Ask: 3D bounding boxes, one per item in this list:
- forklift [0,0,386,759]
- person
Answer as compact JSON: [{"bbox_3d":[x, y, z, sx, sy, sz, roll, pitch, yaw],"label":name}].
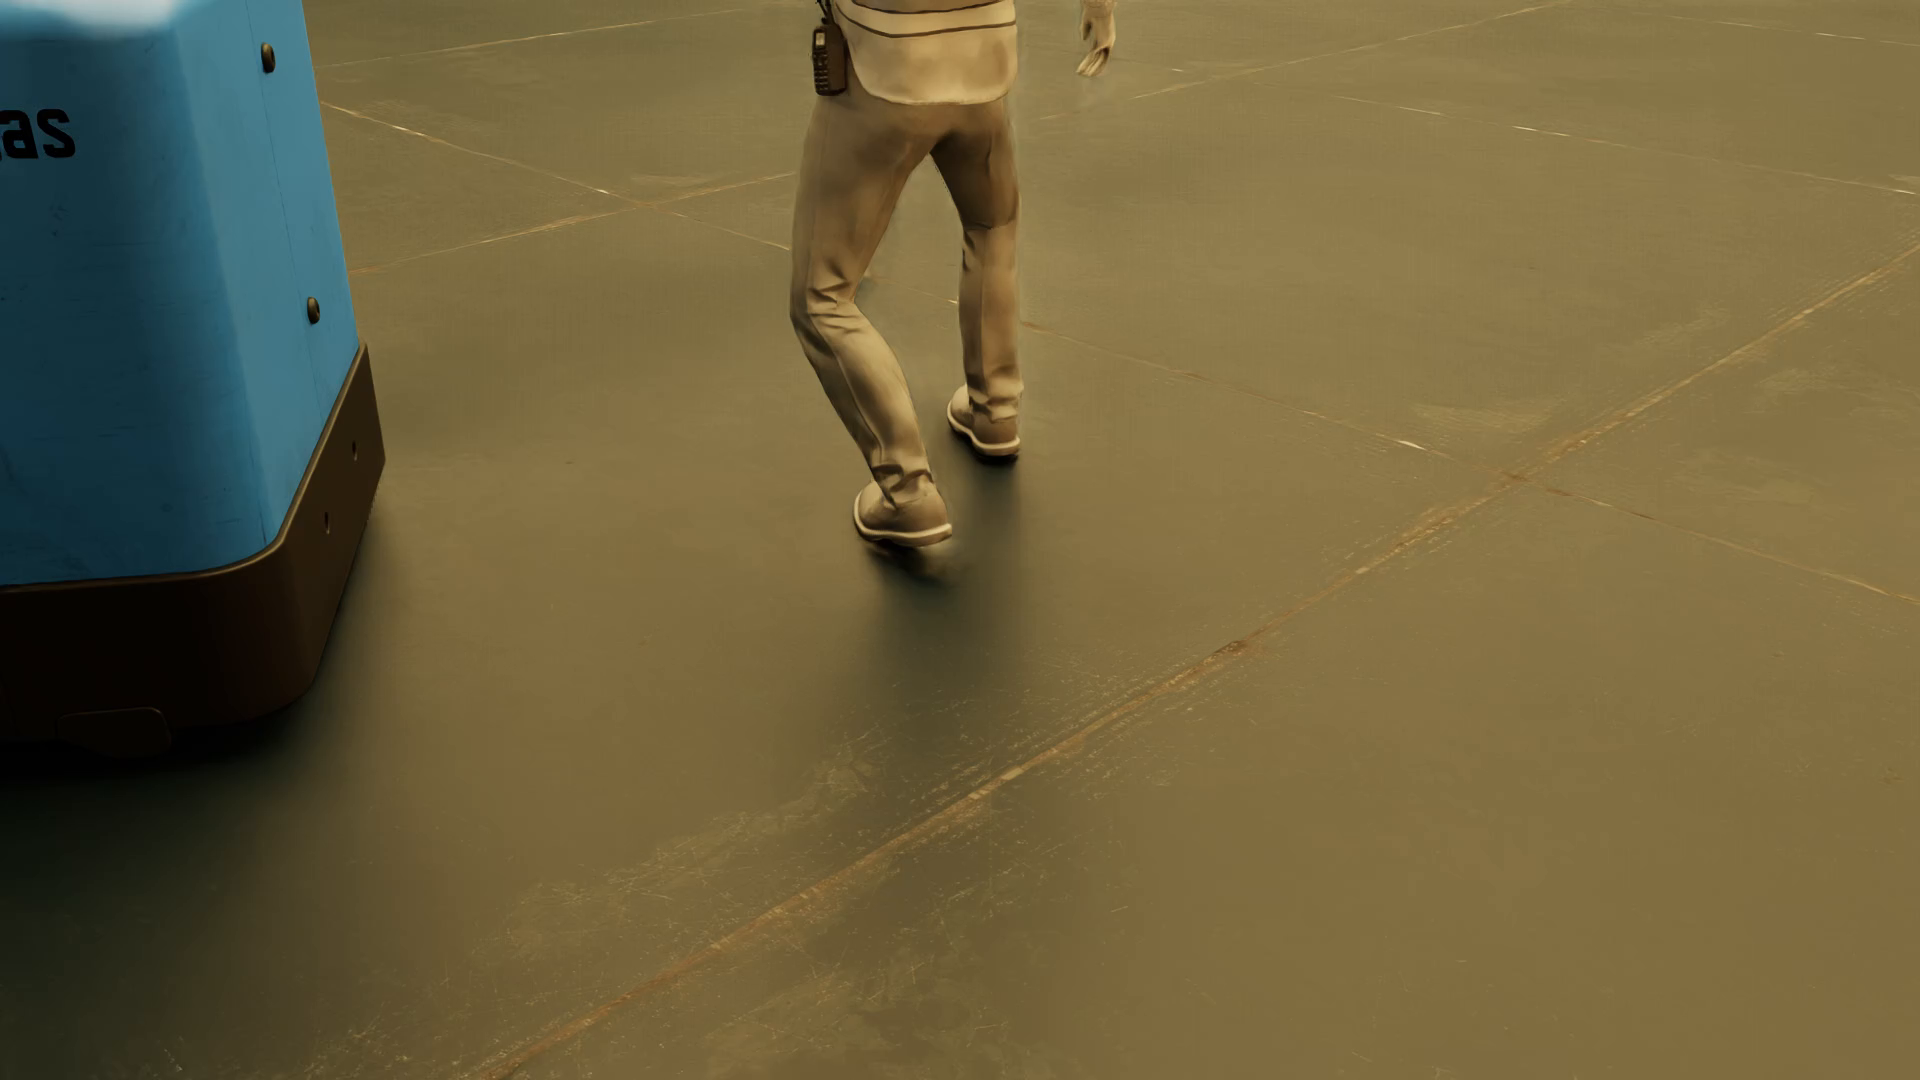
[{"bbox_3d":[-2.541,-1.103,2.026,3.031,2.935,1.130,-5,26,-9],"label":"forklift"},{"bbox_3d":[-0.021,-0.856,3.094,0.774,1.522,0.829,-18,31,-32],"label":"person"}]
